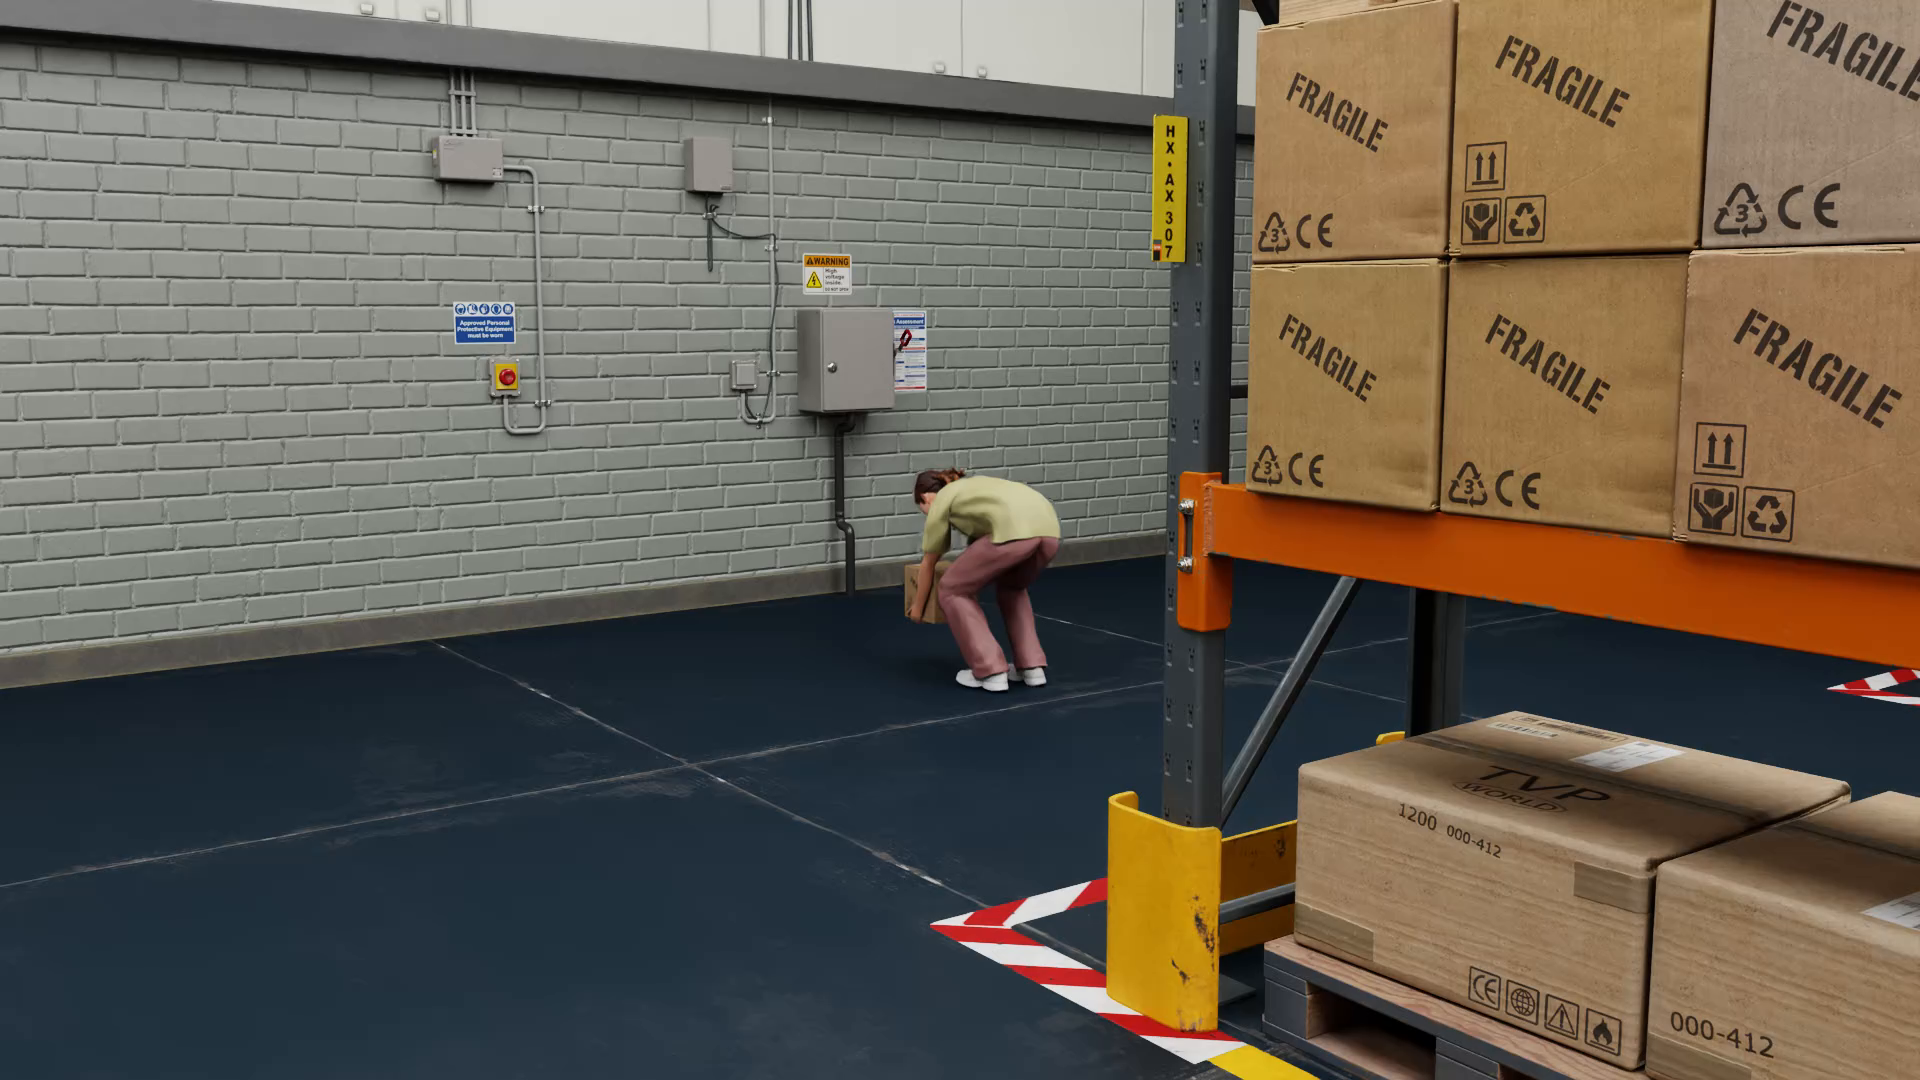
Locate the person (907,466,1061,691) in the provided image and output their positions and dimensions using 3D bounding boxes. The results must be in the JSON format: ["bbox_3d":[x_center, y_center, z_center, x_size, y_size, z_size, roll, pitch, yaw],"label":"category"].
[{"bbox_3d":[0.091,0.157,7.693,0.474,0.987,0.868,-6,10,-39],"label":"person"}]
